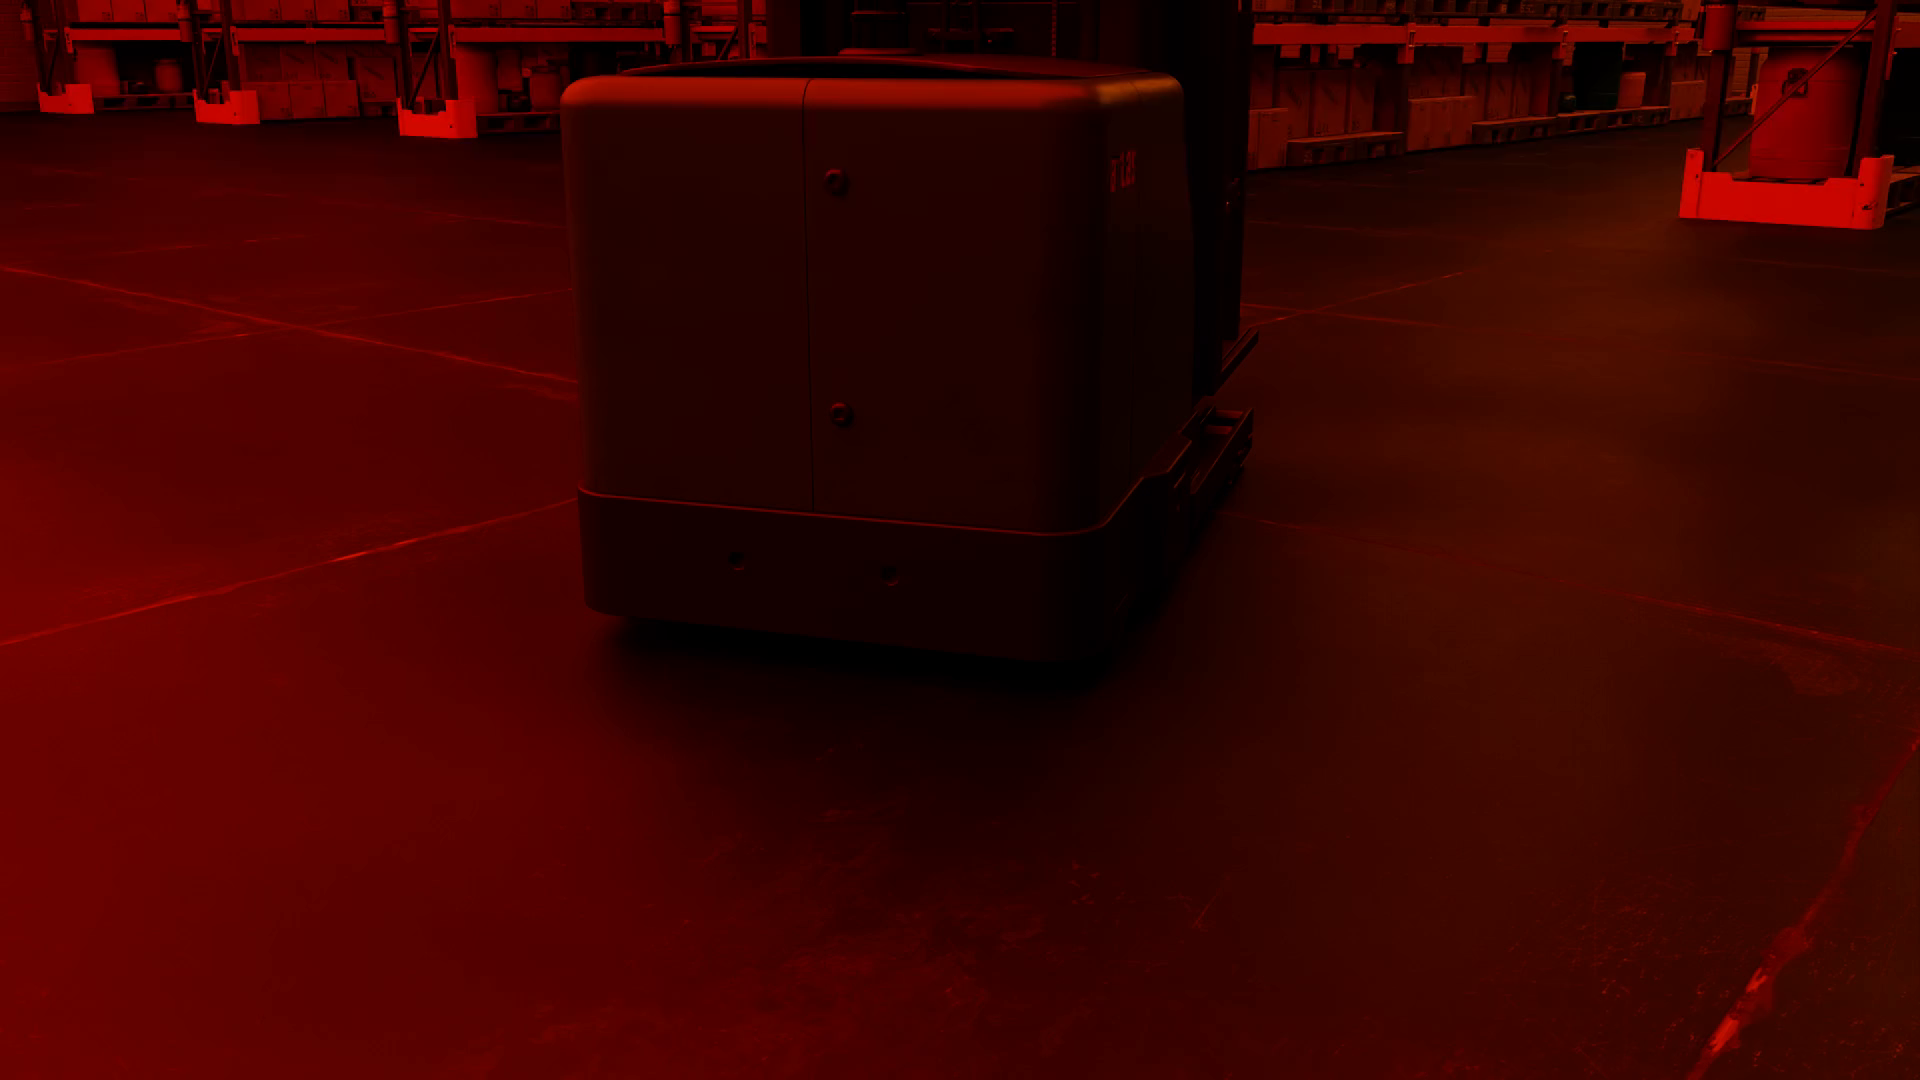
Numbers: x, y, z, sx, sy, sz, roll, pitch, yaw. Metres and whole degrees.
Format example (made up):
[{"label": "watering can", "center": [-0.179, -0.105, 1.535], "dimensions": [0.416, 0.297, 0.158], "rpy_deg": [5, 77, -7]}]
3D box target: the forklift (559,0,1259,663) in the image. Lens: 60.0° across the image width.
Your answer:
[{"label": "forklift", "center": [0.182, -1.571, 4.072], "dimensions": [1.130, 2.935, 3.031], "rpy_deg": [5, 18, 17]}]
